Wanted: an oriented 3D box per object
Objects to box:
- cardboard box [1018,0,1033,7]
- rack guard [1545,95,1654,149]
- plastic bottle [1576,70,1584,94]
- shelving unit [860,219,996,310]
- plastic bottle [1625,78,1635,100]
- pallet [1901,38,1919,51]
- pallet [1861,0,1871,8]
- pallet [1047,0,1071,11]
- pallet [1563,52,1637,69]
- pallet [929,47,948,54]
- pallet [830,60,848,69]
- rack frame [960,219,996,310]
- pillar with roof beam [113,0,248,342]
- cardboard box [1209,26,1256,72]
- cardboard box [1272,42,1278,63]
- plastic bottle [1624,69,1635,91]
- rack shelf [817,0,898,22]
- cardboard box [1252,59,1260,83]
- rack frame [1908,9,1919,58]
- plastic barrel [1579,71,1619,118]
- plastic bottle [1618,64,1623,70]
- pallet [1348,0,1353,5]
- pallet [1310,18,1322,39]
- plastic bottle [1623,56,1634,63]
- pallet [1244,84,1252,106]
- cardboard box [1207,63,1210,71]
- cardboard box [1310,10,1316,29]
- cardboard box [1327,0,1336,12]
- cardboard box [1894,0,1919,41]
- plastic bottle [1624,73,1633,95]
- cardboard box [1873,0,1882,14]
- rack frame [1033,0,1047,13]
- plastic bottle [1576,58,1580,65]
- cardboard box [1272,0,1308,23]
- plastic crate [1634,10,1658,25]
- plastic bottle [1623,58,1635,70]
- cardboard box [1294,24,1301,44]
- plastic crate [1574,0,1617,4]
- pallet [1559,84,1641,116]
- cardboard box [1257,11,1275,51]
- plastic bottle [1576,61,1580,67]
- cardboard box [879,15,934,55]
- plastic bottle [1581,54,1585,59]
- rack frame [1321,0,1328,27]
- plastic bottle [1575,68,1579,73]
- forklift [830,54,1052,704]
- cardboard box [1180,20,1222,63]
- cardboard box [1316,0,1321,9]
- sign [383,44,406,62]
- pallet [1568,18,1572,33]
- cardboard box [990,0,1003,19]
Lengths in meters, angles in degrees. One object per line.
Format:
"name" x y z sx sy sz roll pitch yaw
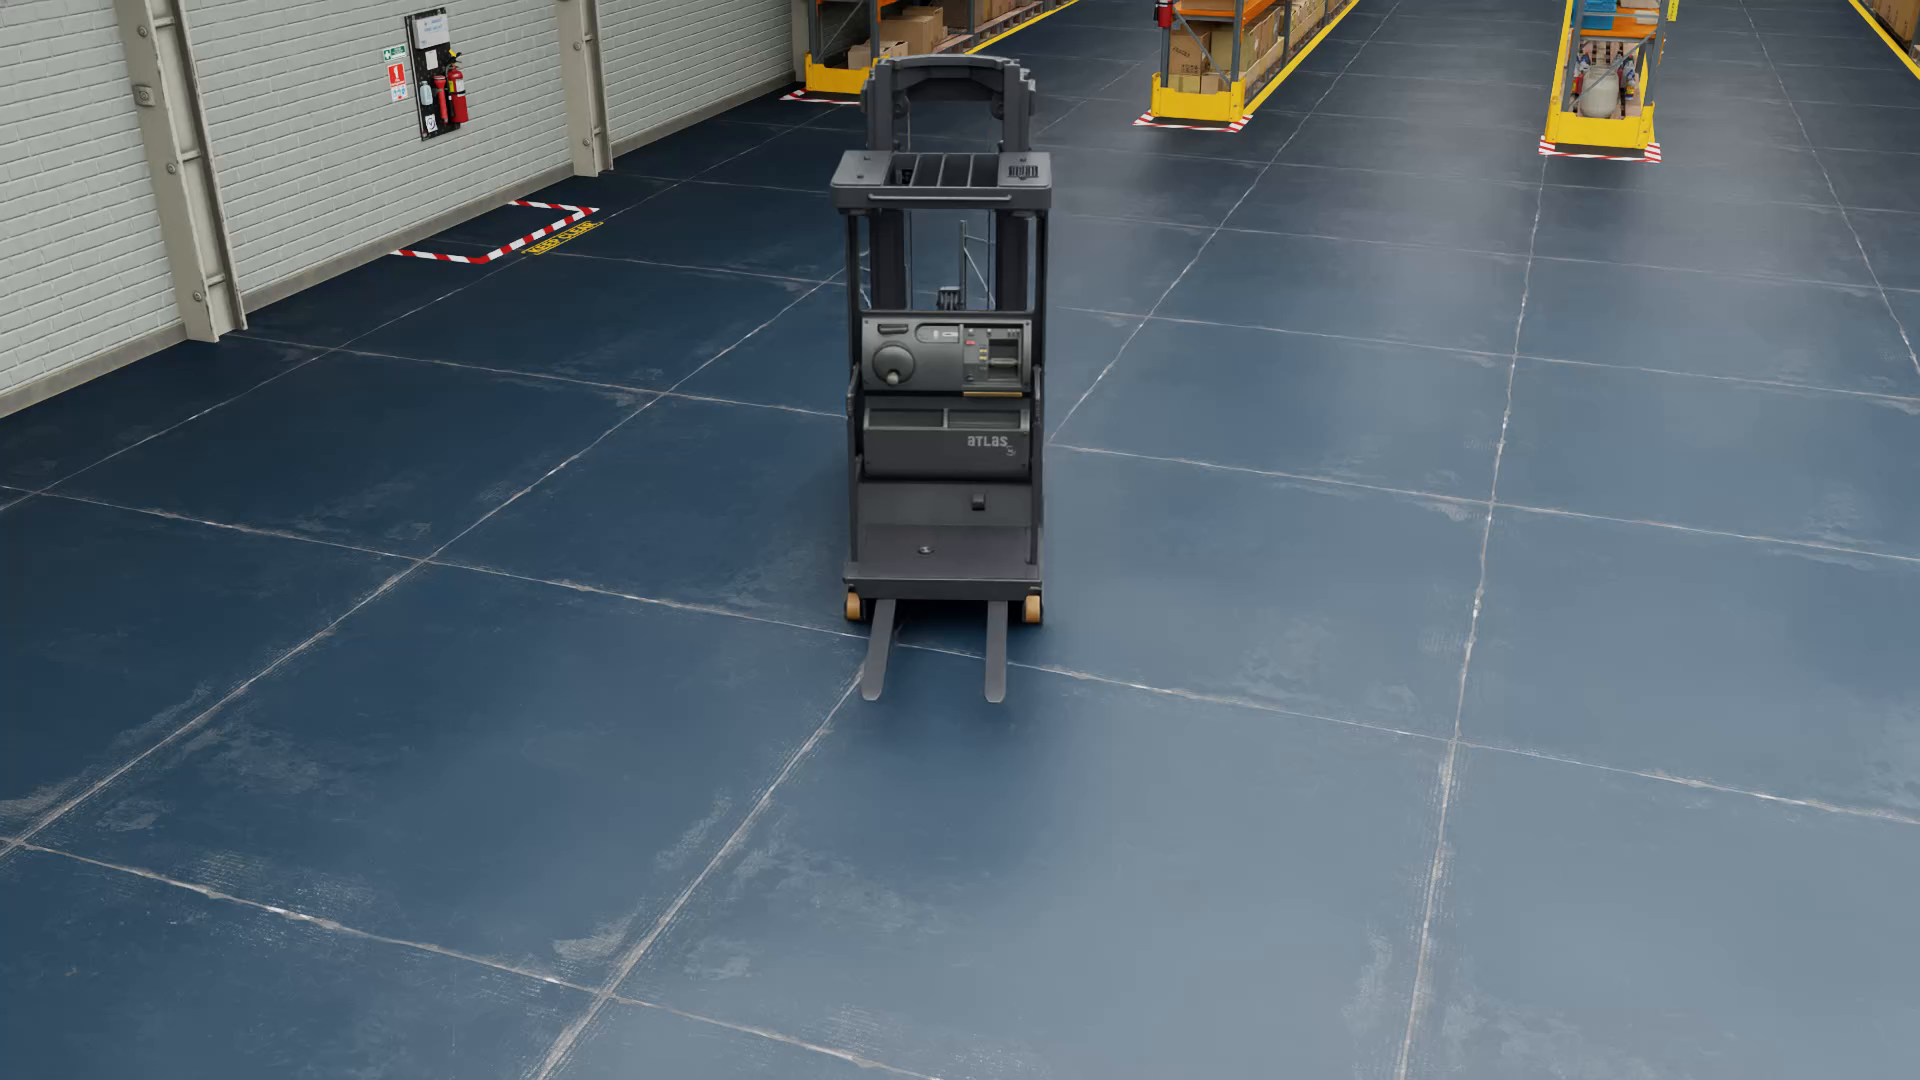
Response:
"cardboard box" 0.881 -9.642 29.085 0.700 0.500 0.500 9 27 18
"rack guard" 7.733 -5.061 20.129 1.175 0.500 0.348 9 27 17
"plastic bottle" 8.160 -6.026 21.866 0.061 0.283 0.133 9 27 17
"shelving unit" -0.153 -1.269 11.151 0.587 1.500 1.083 22 34 38
"plastic bottle" 8.649 -5.818 21.450 0.097 0.271 0.097 0 26 0
"pallet" 15.418 -7.775 26.067 1.003 0.211 1.213 9 27 17
"pallet" 17.147 -9.910 30.476 1.003 0.211 1.213 9 27 17
"pallet" 1.405 -9.930 30.517 1.003 0.211 1.213 9 27 17
"pallet" 9.308 -6.865 24.187 1.003 0.211 1.213 9 27 17
"pallet" -0.854 -7.189 24.856 1.003 0.211 1.213 9 27 17
"pallet" -1.262 -6.690 23.824 1.003 0.211 1.213 9 27 17
"rack frame" 0.189 -1.428 11.479 0.500 1.500 0.032 22 34 38
"pillar with roof beam" -2.107 -5.142 10.544 9.100 9.000 0.400 9 27 17
"cardboard box" 3.635 -6.551 22.150 0.500 0.500 0.500 9 27 17
"cardboard box" 4.289 -7.037 24.015 0.500 0.250 0.500 9 27 17
"plastic bottle" 8.864 -6.083 21.998 0.097 0.271 0.097 0 26 0
"rack shelf" -0.925 -8.083 24.327 1.077 0.370 4.000 9 27 17
"cardboard box" 3.800 -6.419 22.738 0.500 0.250 0.500 9 27 17
"rack frame" 15.085 -8.717 24.812 1.000 3.000 0.127 9 27 17
"plastic barrel" 7.899 -5.499 20.538 0.421 0.512 0.421 0 26 0
"plastic bottle" 8.864 -6.253 22.336 0.061 0.283 0.133 9 27 17
"pallet" 6.840 -10.204 31.084 1.003 0.211 1.213 9 27 17
"pallet" 5.433 -8.568 27.703 1.003 0.211 1.213 9 27 17
"plastic bottle" 9.140 -6.491 22.749 0.144 0.351 0.185 8 27 16
"pallet" 3.297 -5.933 22.262 1.003 0.211 1.213 9 27 17
"cardboard box" 3.137 -6.290 22.472 0.500 0.250 0.500 9 27 17
"cardboard box" 5.461 -8.437 26.906 0.500 0.250 0.500 9 27 19
"cardboard box" 6.165 -9.374 28.532 0.500 0.500 0.500 10 28 20
"cardboard box" 15.334 -8.231 25.763 1.225 0.875 0.875 7 27 15
"plastic bottle" 8.763 -5.959 21.741 0.097 0.271 0.097 0 26 0
"cardboard box" 16.222 -9.328 28.030 1.225 0.875 0.875 9 27 18
"rack frame" 1.072 -10.872 29.263 1.000 3.000 0.127 9 27 17
"plastic bottle" 8.360 -6.448 22.661 0.144 0.351 0.185 8 27 15
"cardboard box" 5.128 -8.267 25.912 0.500 0.311 0.500 8 27 16
"plastic crate" 8.353 -6.350 20.226 0.298 0.136 0.250 9 27 17
"plastic bottle" 8.969 -6.279 22.312 0.144 0.351 0.185 9 27 17
"cardboard box" 4.952 -7.803 25.597 0.500 0.250 0.500 9 27 19
"plastic crate" 7.858 -6.596 20.602 0.499 0.251 0.408 9 27 17
"pallet" 8.416 -5.764 21.912 1.003 0.211 1.213 9 27 17
"cardboard box" 4.125 -7.169 23.426 0.500 0.500 0.500 9 27 17
"plastic bottle" 8.347 -6.347 22.542 0.097 0.271 0.097 0 26 0
"cardboard box" -0.794 -7.457 24.574 0.700 0.500 0.500 7 27 14
"plastic bottle" 8.582 -6.548 22.944 0.061 0.283 0.133 9 27 17
"rack frame" 5.744 -10.155 27.783 1.000 3.000 0.127 9 27 17
"plastic bottle" 8.105 -6.095 22.017 0.152 0.276 0.135 8 27 16
"forklift" -0.079 -0.991 8.934 1.130 2.935 3.031 1 26 2
"cardboard box" 3.299 -6.833 22.734 0.500 0.500 0.500 9 27 17
"cardboard box" 5.635 -8.894 27.207 0.500 0.311 0.500 8 27 17
"sign" -5.300 -4.565 15.587 0.001 0.109 0.331 9 27 17
"pallet" 10.637 -8.511 27.585 1.003 0.211 1.213 9 27 17
"cardboard box" 0.302 -9.030 27.821 0.700 0.500 0.500 9 27 18
